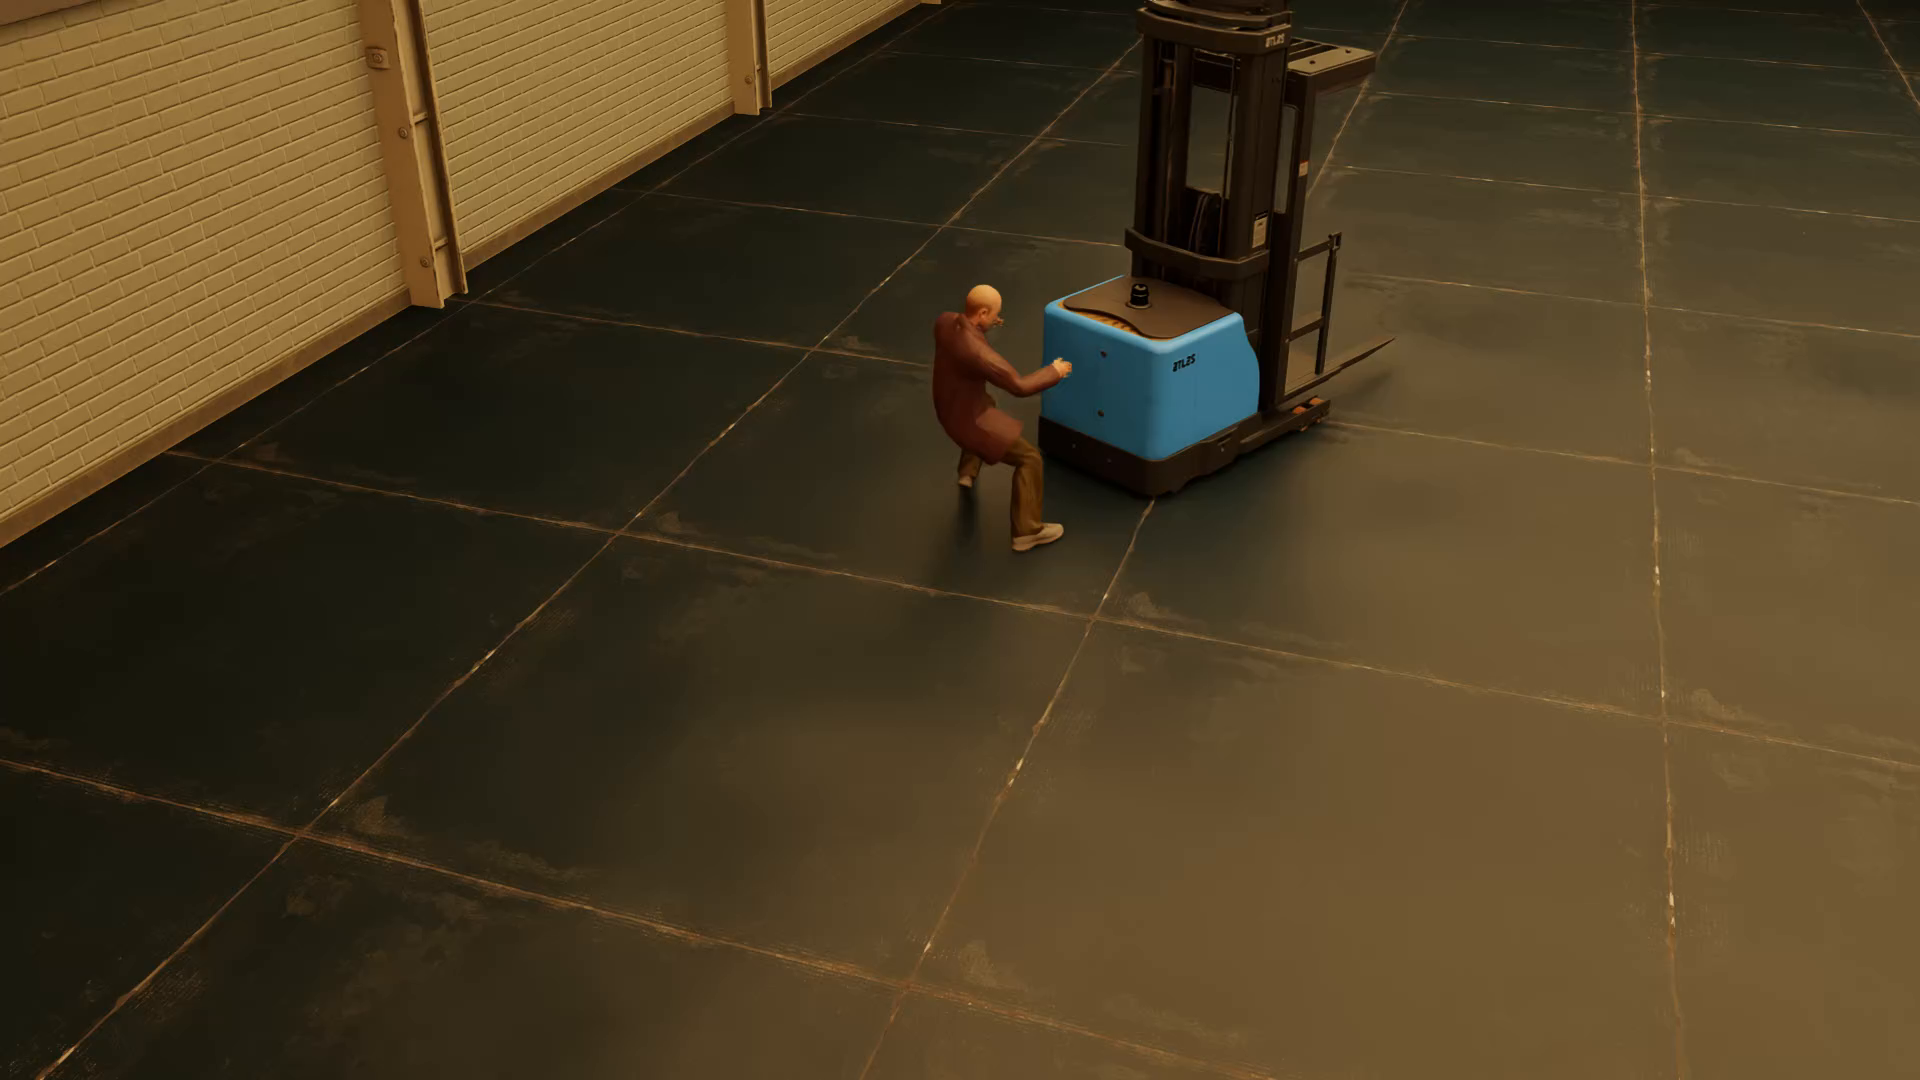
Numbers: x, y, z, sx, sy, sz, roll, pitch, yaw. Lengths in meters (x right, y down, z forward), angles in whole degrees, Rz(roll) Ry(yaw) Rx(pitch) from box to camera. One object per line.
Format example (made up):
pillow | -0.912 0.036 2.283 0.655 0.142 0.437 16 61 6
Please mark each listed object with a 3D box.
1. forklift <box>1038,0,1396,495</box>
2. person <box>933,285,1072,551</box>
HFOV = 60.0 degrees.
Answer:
forklift | 1.919 -2.182 10.964 3.031 2.935 1.130 -26 39 -38
person | 0.222 -0.844 10.014 0.780 1.544 1.031 -12 32 -20
